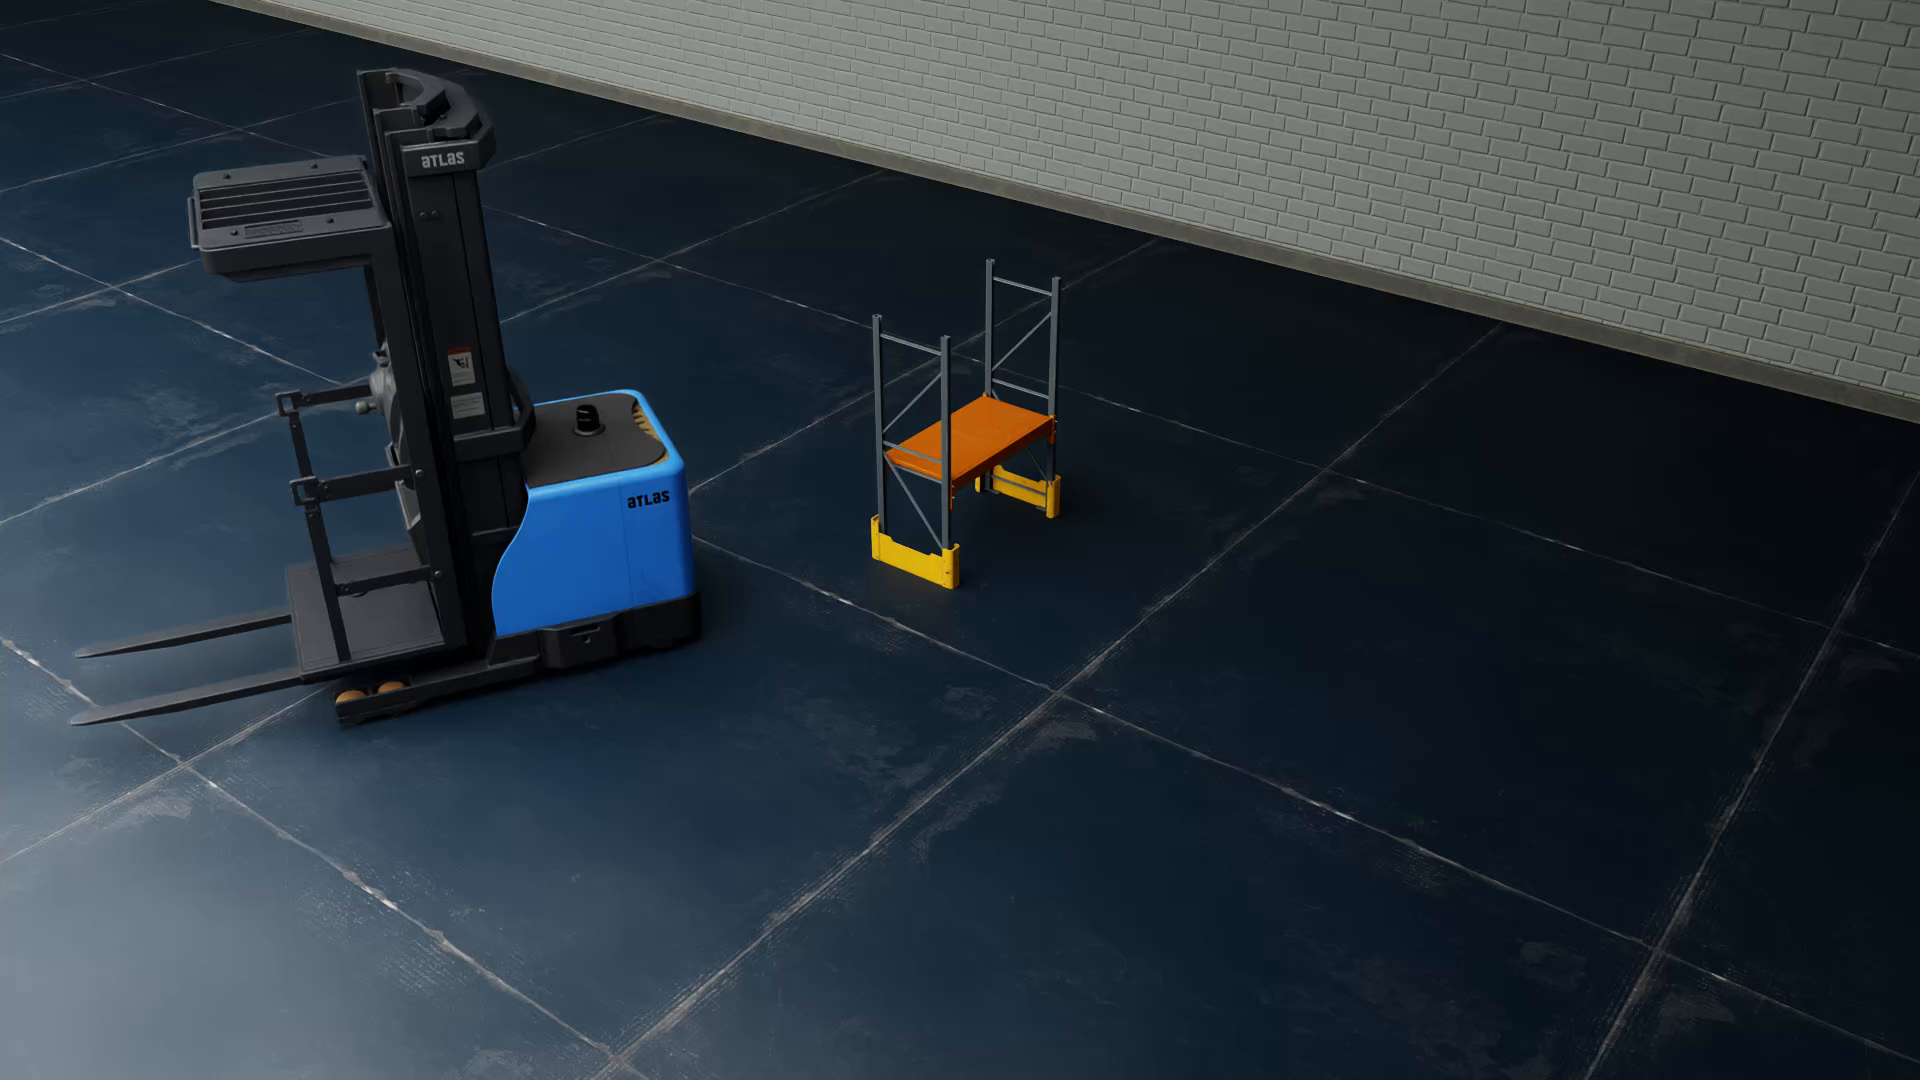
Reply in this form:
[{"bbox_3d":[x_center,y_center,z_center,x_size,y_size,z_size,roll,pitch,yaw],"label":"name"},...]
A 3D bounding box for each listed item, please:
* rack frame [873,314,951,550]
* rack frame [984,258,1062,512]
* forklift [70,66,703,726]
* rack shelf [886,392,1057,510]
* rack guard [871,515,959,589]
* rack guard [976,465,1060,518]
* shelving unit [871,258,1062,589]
[{"bbox_3d":[-0.255,-0.473,9.077,0.500,1.500,0.032,21,37,31],"label":"rack frame"},{"bbox_3d":[0.358,-0.887,9.775,0.500,1.500,0.032,21,37,31],"label":"rack frame"},{"bbox_3d":[-2.933,-0.656,7.982,3.031,2.935,1.130,-12,33,-20],"label":"forklift"},{"bbox_3d":[0.052,-0.525,9.518,0.538,0.185,1.000,21,37,31],"label":"rack shelf"},{"bbox_3d":[-0.255,0.064,9.397,0.587,0.250,0.087,21,37,31],"label":"rack guard"},{"bbox_3d":[0.347,-0.341,10.080,0.587,0.250,0.087,21,37,31],"label":"rack guard"},{"bbox_3d":[0.046,-0.676,9.420,0.587,1.500,1.083,21,37,31],"label":"shelving unit"}]
